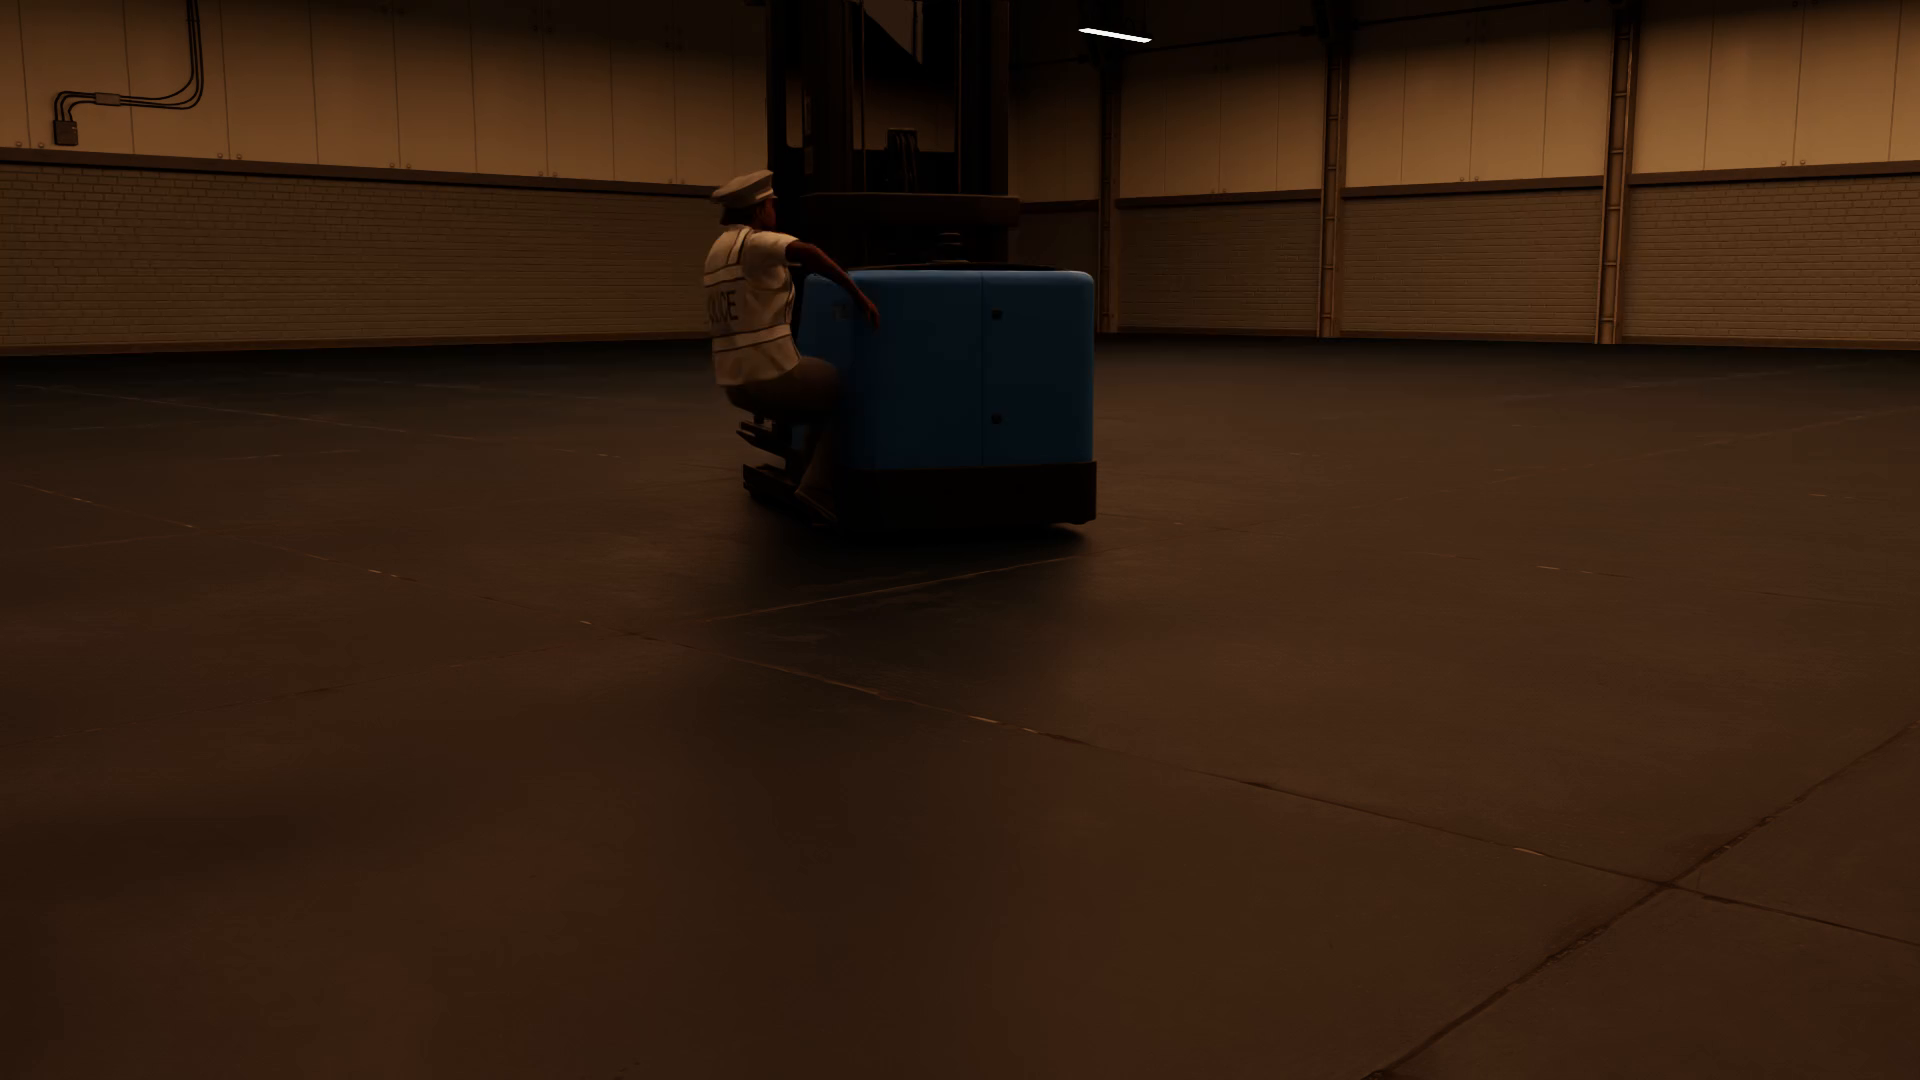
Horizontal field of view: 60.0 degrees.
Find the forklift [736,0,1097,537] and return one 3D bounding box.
[{"bbox_3d":[-0.416,-1.644,7.790,1.130,2.935,3.031,-3,9,-19],"label":"forklift"}]

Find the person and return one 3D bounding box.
[{"bbox_3d":[-0.614,-0.746,6.706,0.813,1.466,1.020,-7,11,-39],"label":"person"}]
